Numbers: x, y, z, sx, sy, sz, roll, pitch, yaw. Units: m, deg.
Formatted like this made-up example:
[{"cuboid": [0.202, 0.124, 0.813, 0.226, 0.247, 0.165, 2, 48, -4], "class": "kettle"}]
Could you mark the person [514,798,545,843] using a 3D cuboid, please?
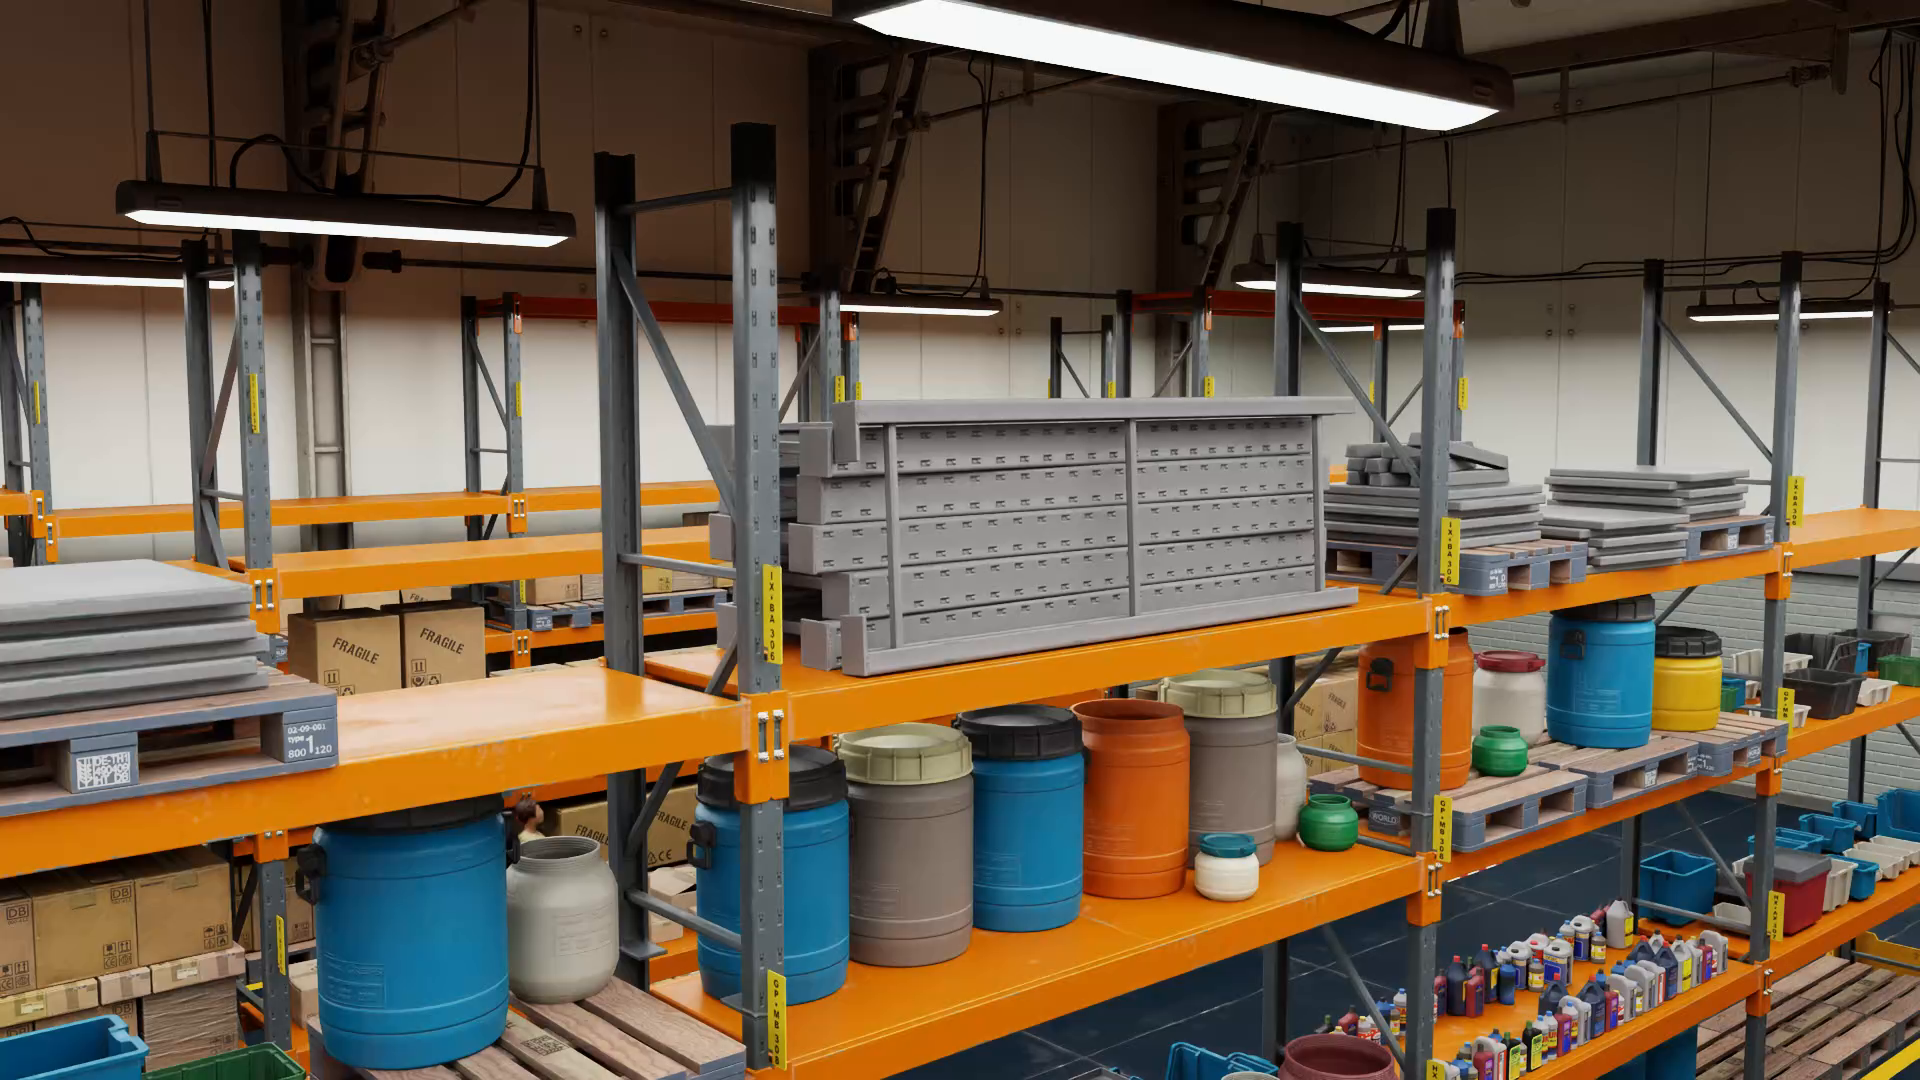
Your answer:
[{"cuboid": [-3.611, 2.994, 14.064, 0.484, 1.660, 0.450, 0, 5, -3], "class": "person"}]
